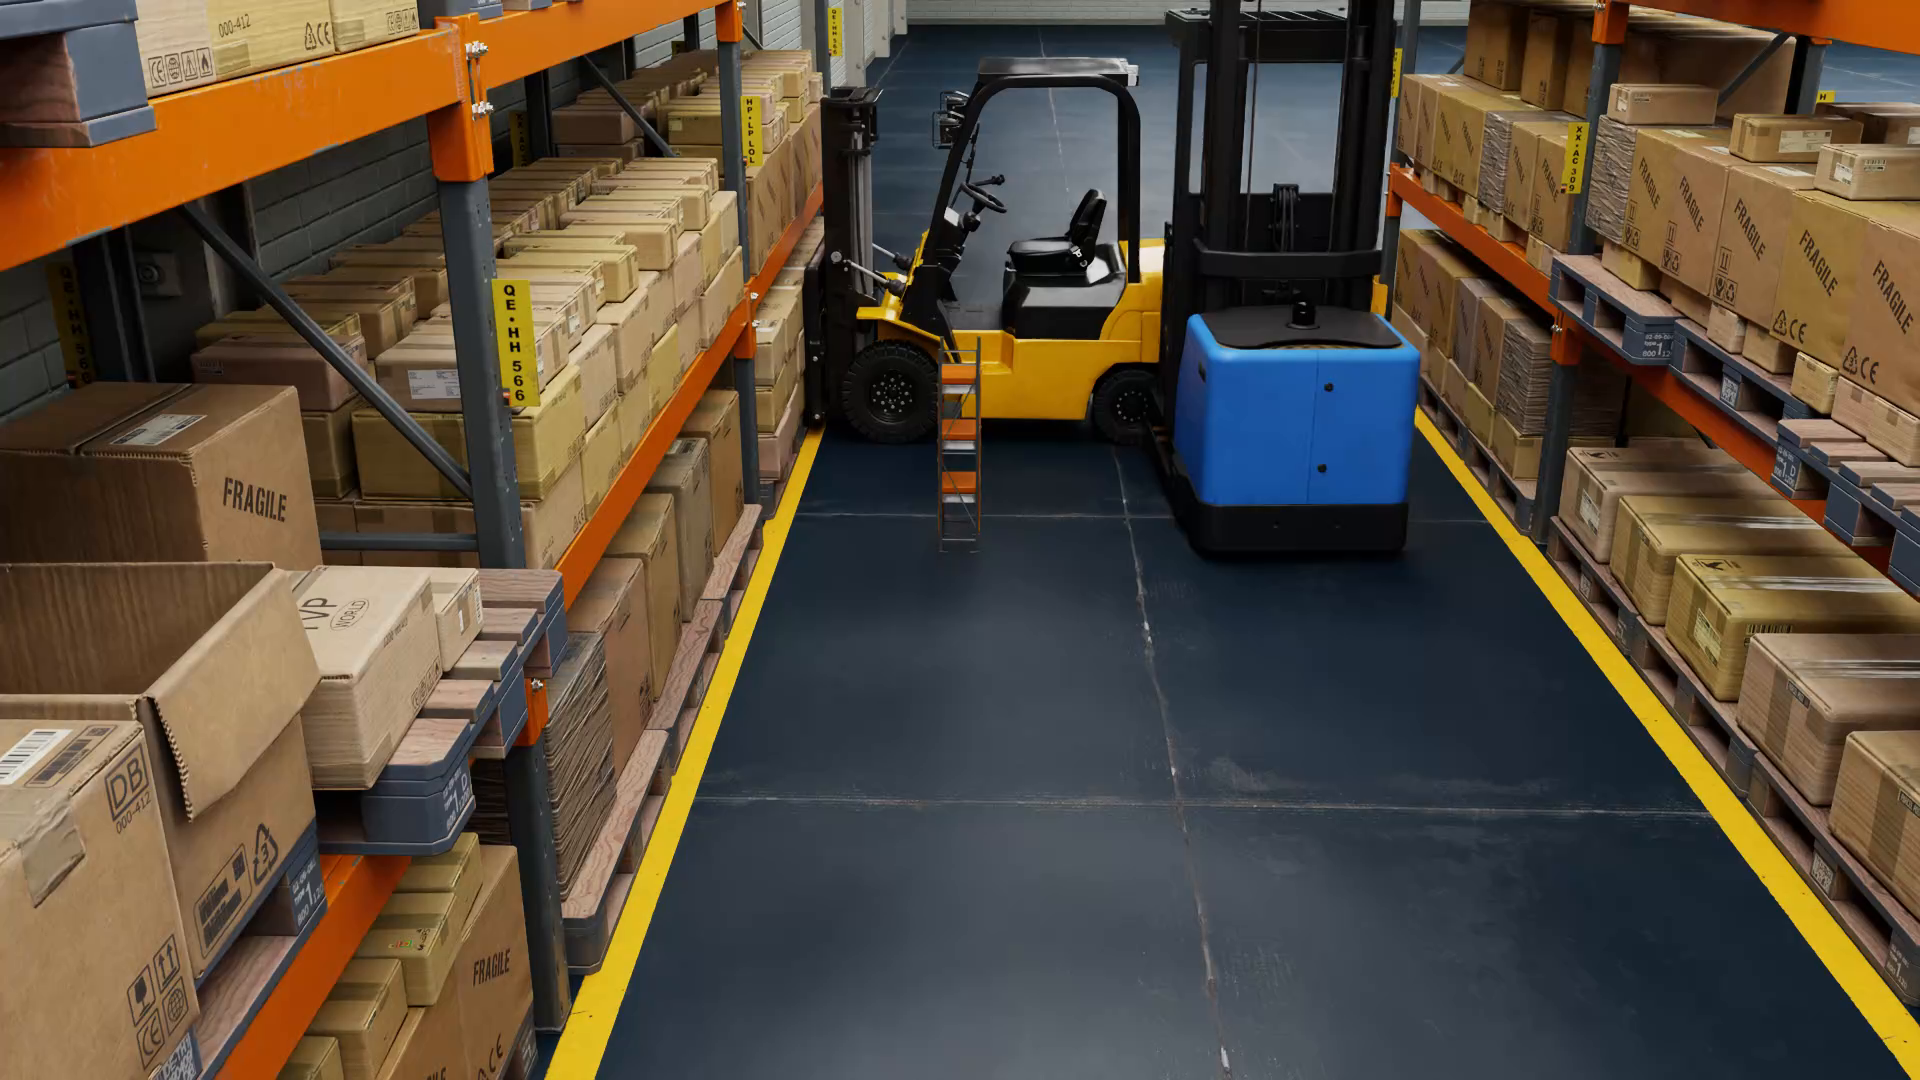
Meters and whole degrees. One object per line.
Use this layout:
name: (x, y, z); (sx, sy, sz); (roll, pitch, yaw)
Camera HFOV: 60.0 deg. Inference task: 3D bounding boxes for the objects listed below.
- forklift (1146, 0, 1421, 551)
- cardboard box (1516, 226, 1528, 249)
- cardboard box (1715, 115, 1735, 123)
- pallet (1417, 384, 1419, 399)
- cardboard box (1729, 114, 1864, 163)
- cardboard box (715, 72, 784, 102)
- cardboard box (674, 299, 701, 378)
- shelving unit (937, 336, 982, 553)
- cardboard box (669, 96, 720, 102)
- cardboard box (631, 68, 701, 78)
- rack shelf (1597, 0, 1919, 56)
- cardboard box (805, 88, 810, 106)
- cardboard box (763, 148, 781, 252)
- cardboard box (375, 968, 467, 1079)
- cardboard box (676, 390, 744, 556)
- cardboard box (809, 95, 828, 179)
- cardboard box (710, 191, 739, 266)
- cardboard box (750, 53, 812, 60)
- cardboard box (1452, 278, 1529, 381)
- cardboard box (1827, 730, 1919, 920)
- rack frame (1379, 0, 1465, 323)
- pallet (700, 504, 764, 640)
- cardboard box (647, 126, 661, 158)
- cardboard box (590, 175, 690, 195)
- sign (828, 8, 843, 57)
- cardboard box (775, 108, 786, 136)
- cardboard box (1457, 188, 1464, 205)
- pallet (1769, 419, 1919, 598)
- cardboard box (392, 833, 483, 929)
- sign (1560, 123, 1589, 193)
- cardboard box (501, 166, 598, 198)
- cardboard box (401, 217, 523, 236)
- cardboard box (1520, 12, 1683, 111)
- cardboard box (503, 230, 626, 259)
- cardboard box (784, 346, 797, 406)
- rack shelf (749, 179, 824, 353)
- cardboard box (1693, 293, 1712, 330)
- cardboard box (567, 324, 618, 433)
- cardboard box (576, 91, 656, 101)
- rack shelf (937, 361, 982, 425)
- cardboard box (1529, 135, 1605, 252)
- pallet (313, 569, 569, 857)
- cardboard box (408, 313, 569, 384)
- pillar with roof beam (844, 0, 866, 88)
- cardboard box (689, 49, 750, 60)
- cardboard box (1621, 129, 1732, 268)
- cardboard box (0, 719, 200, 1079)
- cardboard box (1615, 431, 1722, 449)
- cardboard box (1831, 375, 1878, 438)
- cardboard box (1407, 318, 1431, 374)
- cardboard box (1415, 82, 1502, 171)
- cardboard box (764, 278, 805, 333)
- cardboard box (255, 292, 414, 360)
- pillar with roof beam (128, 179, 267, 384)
forklift: (1.676, -1.793, 9.098); (1.130, 2.935, 3.031); (0, 21, -1)
cardboard box: (3.242, -1.659, 9.005); (0.380, 0.149, 0.250); (0, 21, 1)
cardboard box: (3.644, -1.595, 7.362); (0.500, 0.500, 0.500); (0, 21, 1)
pallet: (3.488, -1.208, 11.352); (1.003, 0.211, 1.213); (1, 21, 2)
cardboard box: (3.131, -1.506, 6.238); (0.380, 0.149, 0.250); (2, 21, 5)
cardboard box: (-1.252, -2.684, 9.853); (0.380, 0.149, 0.250); (1, 21, 2)
cardboard box: (-1.342, -0.820, 6.703); (0.500, 0.250, 0.500); (1, 21, 2)
shelving unit: (-0.002, -0.470, 8.289); (0.215, 1.050, 0.252); (1, 21, 2)
cardboard box: (-1.310, -2.224, 8.667); (0.380, 0.149, 0.250); (0, 21, 1)
cardboard box: (-1.782, -2.783, 10.108); (0.380, 0.149, 0.250); (0, 21, 0)
rack shelf: (3.368, -1.723, 5.670); (1.077, 0.370, 4.000); (1, 21, 2)
cardboard box: (-1.189, -2.917, 10.866); (0.380, 0.149, 0.250); (1, 21, 3)
cardboard box: (-1.259, -1.829, 8.958); (0.500, 0.500, 0.500); (1, 21, 3)
cardboard box: (-1.478, 1.316, 3.866); (0.500, 0.500, 0.500); (0, 21, 1)
cardboard box: (-1.537, -0.336, 7.951); (0.875, 0.625, 0.625); (2, 21, 4)
cardboard box: (-1.163, -2.748, 11.327); (0.500, 0.500, 0.500); (0, 21, 0)
cardboard box: (-1.292, -1.419, 7.556); (0.500, 0.250, 0.500); (0, 21, 0)
cardboard box: (-1.188, -3.149, 11.052); (0.380, 0.149, 0.250); (1, 21, 2)
cardboard box: (3.207, -1.232, 9.741); (0.500, 0.500, 0.500); (2, 21, 4)
cardboard box: (3.335, 0.888, 5.145); (0.950, 0.372, 0.625); (-1, 21, -2)
rack frame: (3.551, -2.829, 11.674); (1.000, 3.000, 0.127); (1, 21, 2)
pallet: (-1.516, 0.131, 7.901); (1.003, 0.211, 1.213); (1, 21, 2)
cardboard box: (-1.790, -2.091, 8.736); (0.380, 0.149, 0.250); (1, 21, 3)
cardboard box: (-1.371, -1.478, 7.156); (0.380, 0.149, 0.250); (1, 21, 2)
sign: (-0.869, -3.522, 11.531); (0.100, 0.325, 0.005); (1, 21, 2)
cardboard box: (-1.192, -2.360, 9.430); (0.380, 0.149, 0.250); (0, 21, 0)
cardboard box: (3.275, -2.124, 10.203); (0.380, 0.149, 0.250); (1, 21, 3)
pallet: (3.223, -0.106, 4.921); (1.213, 0.211, 1.003); (1, 21, 2)
cardboard box: (-1.416, 0.859, 4.148); (0.380, 0.149, 0.250); (0, 21, -1)
sign: (2.886, -1.790, 7.798); (0.100, 0.325, 0.005); (1, 21, 2)
cardboard box: (-1.818, -1.564, 7.379); (0.380, 0.149, 0.250); (0, 21, 0)
cardboard box: (-1.851, -1.110, 6.208); (0.380, 0.149, 0.250); (1, 21, 2)
cardboard box: (3.664, -2.746, 9.529); (0.700, 0.500, 0.500); (1, 21, 1)
cardboard box: (-1.410, -1.013, 5.958); (0.380, 0.149, 0.250); (1, 21, 2)
cardboard box: (-1.196, -0.937, 9.326); (0.500, 0.250, 0.500); (1, 21, 1)
rack shelf: (-1.472, -1.824, 10.078); (1.077, 0.370, 4.000); (1, 21, 2)
cardboard box: (3.089, -0.890, 6.442); (0.380, 0.149, 0.250); (1, 21, 2)
cardboard box: (-1.380, -0.492, 5.166); (0.500, 0.250, 0.500); (1, 21, 3)
cardboard box: (-1.836, -2.320, 8.915); (0.380, 0.149, 0.250); (0, 21, 1)
rack shelf: (-0.002, -0.725, 8.190); (0.215, 0.259, 0.240); (1, 21, 2)
cardboard box: (3.194, -1.732, 8.296); (0.500, 0.500, 0.500); (0, 21, 0)
pallet: (-1.605, 0.345, 3.758); (1.213, 0.211, 1.003); (1, 21, 2)
cardboard box: (-1.343, -0.548, 4.758); (0.380, 0.149, 0.250); (1, 21, 3)
pillar with roof beam: (2.518, -11.898, 26.754); (9.100, 9.000, 0.400); (1, 21, 2)
cardboard box: (-1.635, -3.251, 11.315); (0.380, 0.149, 0.250); (0, 21, 1)
cardboard box: (3.113, -1.417, 6.903); (0.500, 0.500, 0.500); (1, 21, 2)
cardboard box: (-1.498, 0.570, 2.193); (0.700, 0.500, 0.500); (1, 21, 1)
cardboard box: (3.717, -0.507, 8.910); (0.500, 0.250, 0.500); (0, 21, -1)
cardboard box: (2.996, -0.417, 5.223); (0.380, 0.149, 0.250); (0, 21, -1)
cardboard box: (3.227, -1.270, 10.876); (0.500, 0.250, 0.500); (1, 21, 4)
cardboard box: (3.246, -2.659, 10.686); (0.500, 0.500, 0.500); (1, 21, 3)
cardboard box: (-1.175, -1.353, 9.706); (0.500, 0.250, 0.500); (1, 21, 3)
cardboard box: (-1.881, -0.648, 5.017); (0.380, 0.149, 0.250); (1, 21, 2)
pillar with roof beam: (1.788, -3.221, 4.390); (9.100, 9.000, 0.400); (1, 21, 2)
